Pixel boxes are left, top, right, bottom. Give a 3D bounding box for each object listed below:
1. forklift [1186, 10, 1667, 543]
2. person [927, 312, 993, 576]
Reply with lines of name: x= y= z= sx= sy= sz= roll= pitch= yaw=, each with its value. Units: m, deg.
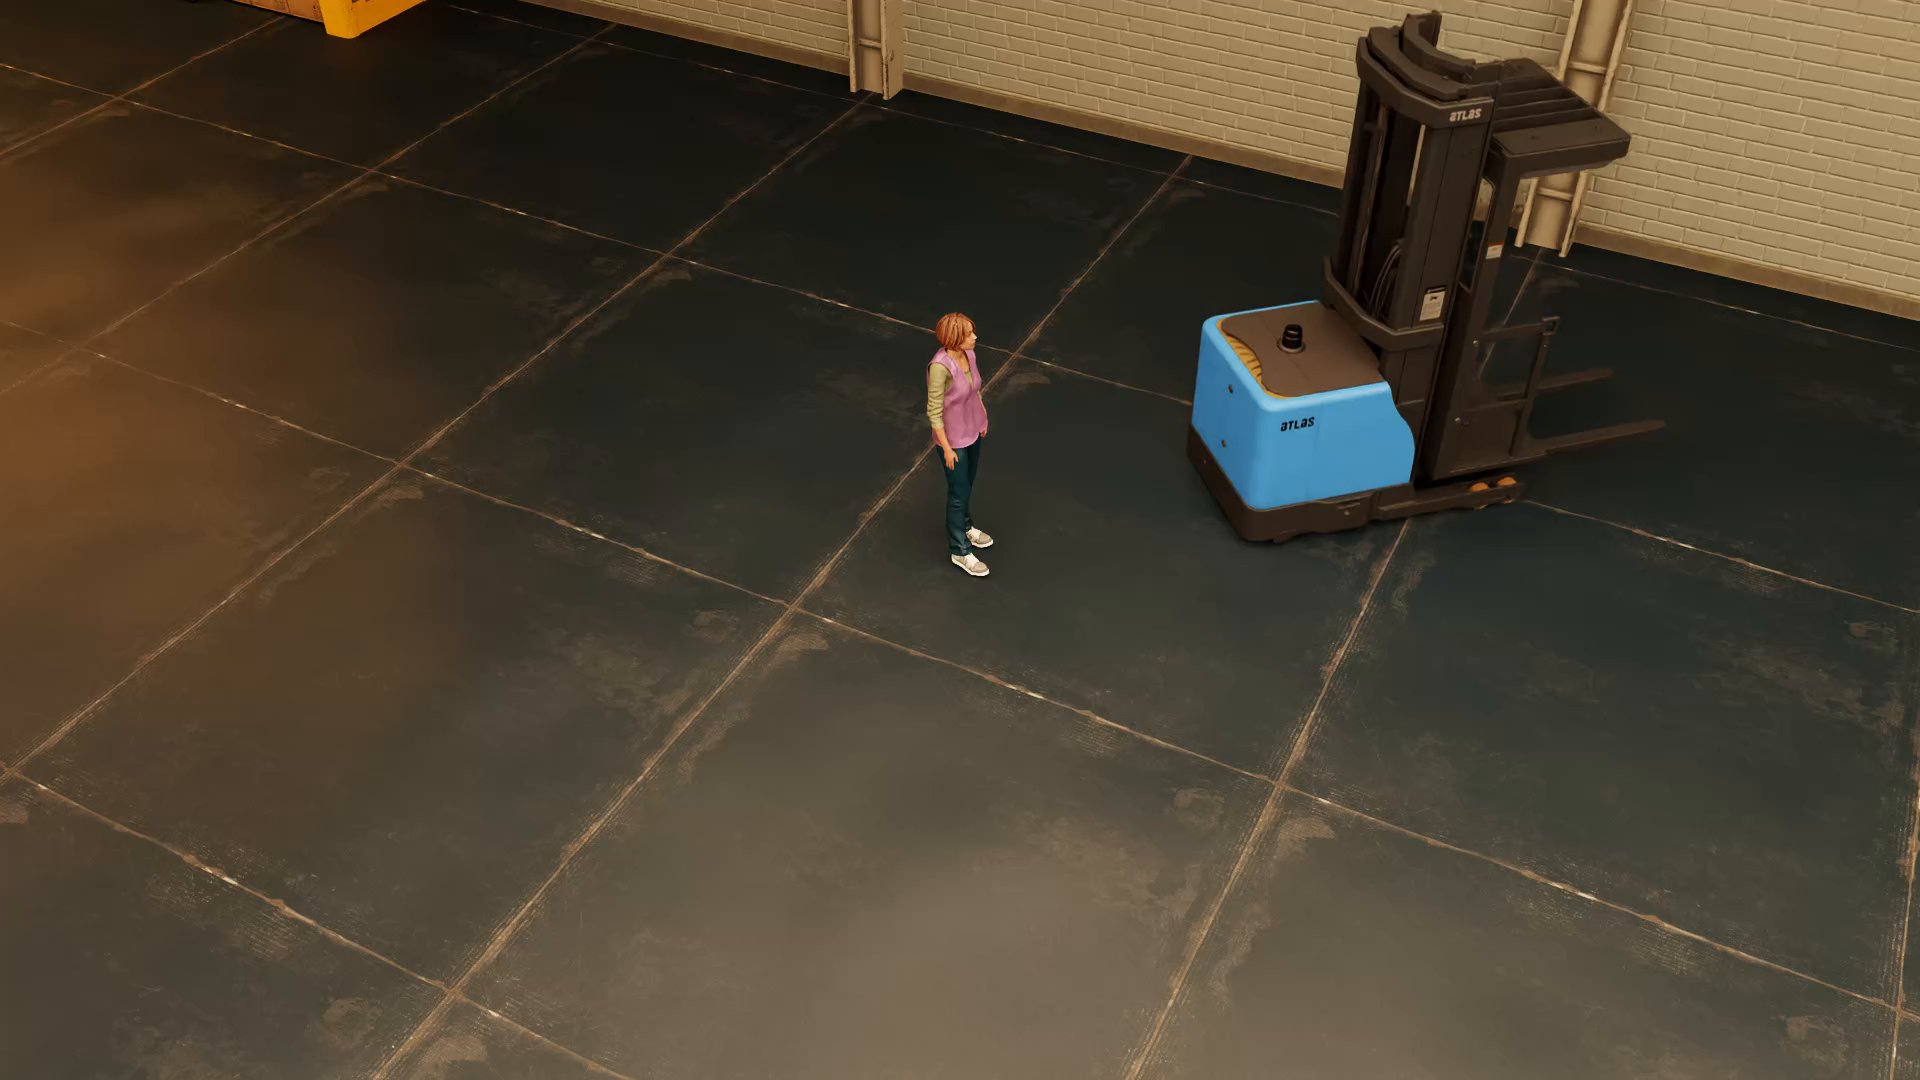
forklift: x=3.050 y=-1.635 z=9.928 sx=3.031 sy=2.935 sz=1.130 roll=-11 pitch=41 yaw=-12
person: x=0.059 y=-0.581 z=9.711 sx=0.475 sy=1.583 sz=0.519 roll=18 pitch=43 yaw=21
